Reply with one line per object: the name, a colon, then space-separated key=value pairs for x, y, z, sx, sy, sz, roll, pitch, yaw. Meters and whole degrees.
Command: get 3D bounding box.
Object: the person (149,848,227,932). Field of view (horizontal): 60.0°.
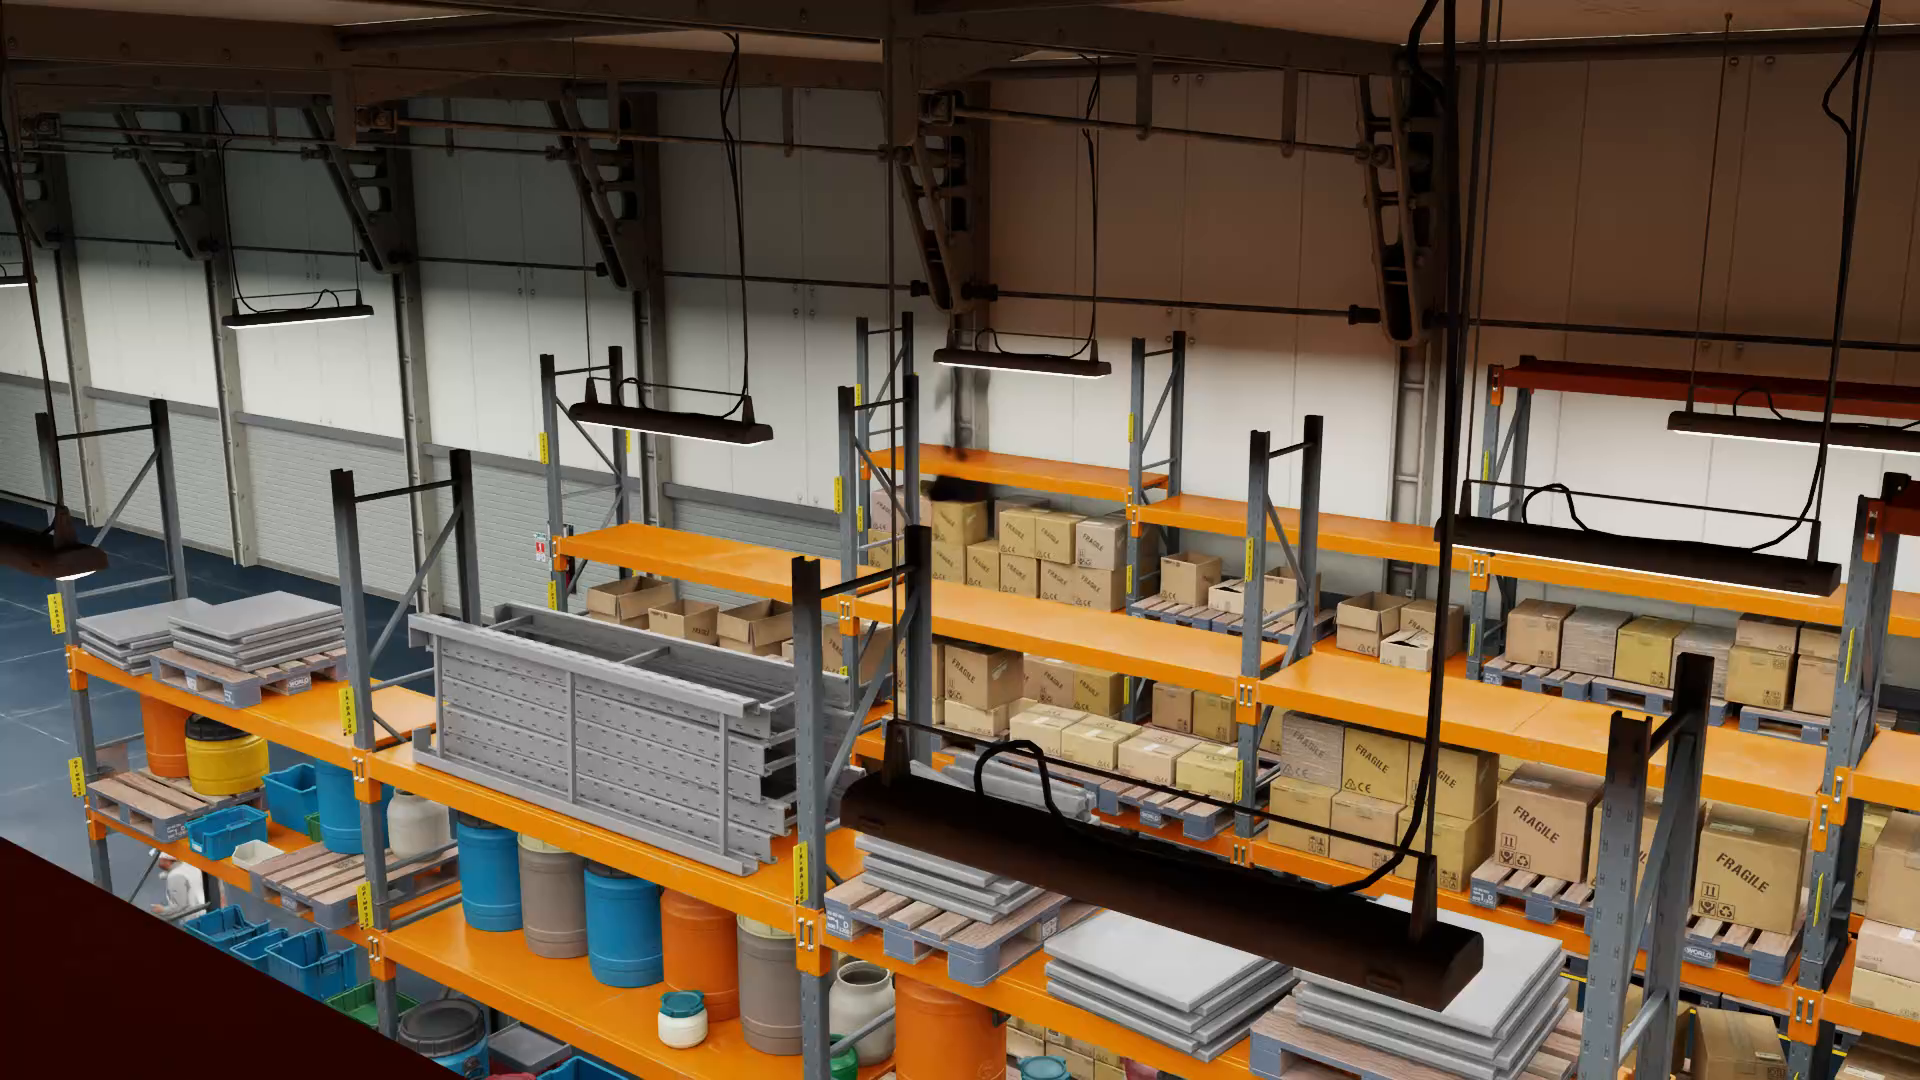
person: x=-7.306 y=3.638 z=15.887 sx=0.728 sy=1.704 sz=0.648 roll=-3 pitch=13 yaw=-14
